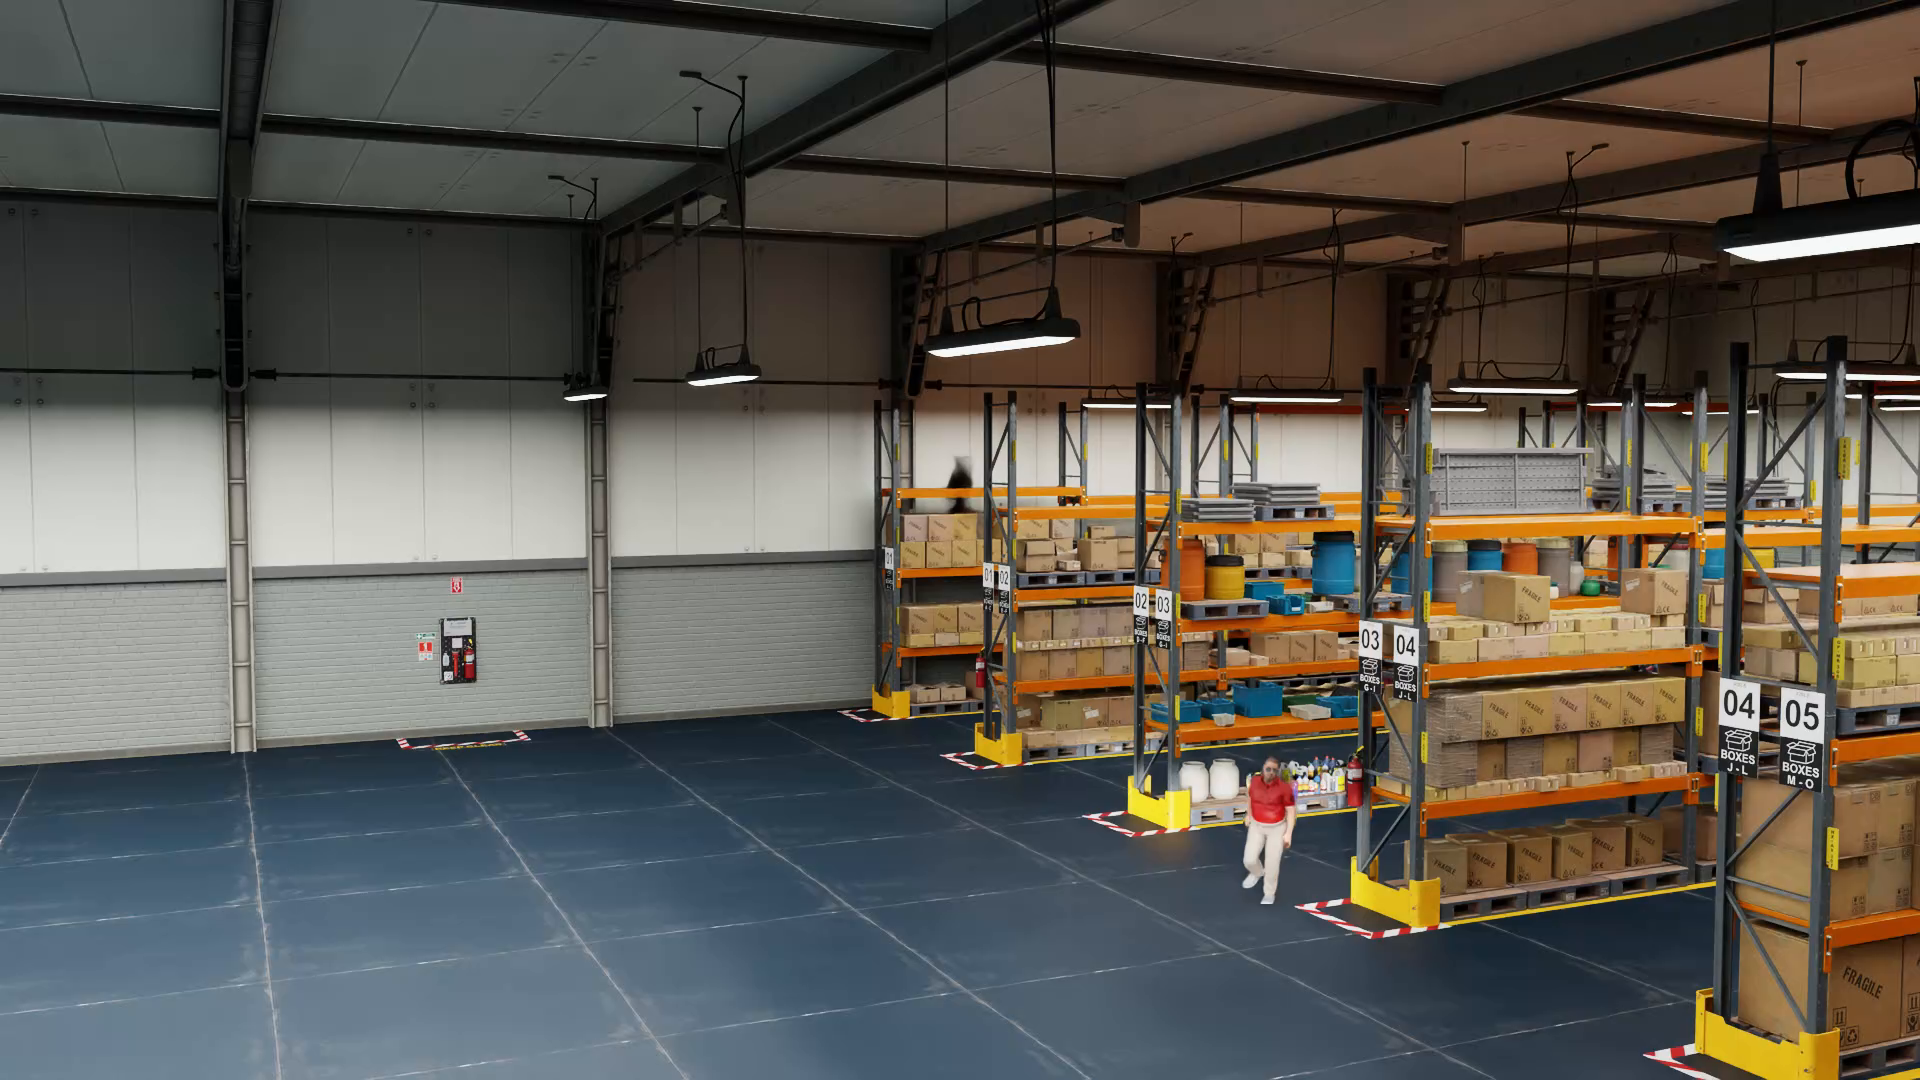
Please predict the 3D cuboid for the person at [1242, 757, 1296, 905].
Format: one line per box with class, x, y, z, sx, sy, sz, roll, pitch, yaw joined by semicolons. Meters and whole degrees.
person;3.456;3.236;18.635;0.692;1.684;0.689;2;4;26
